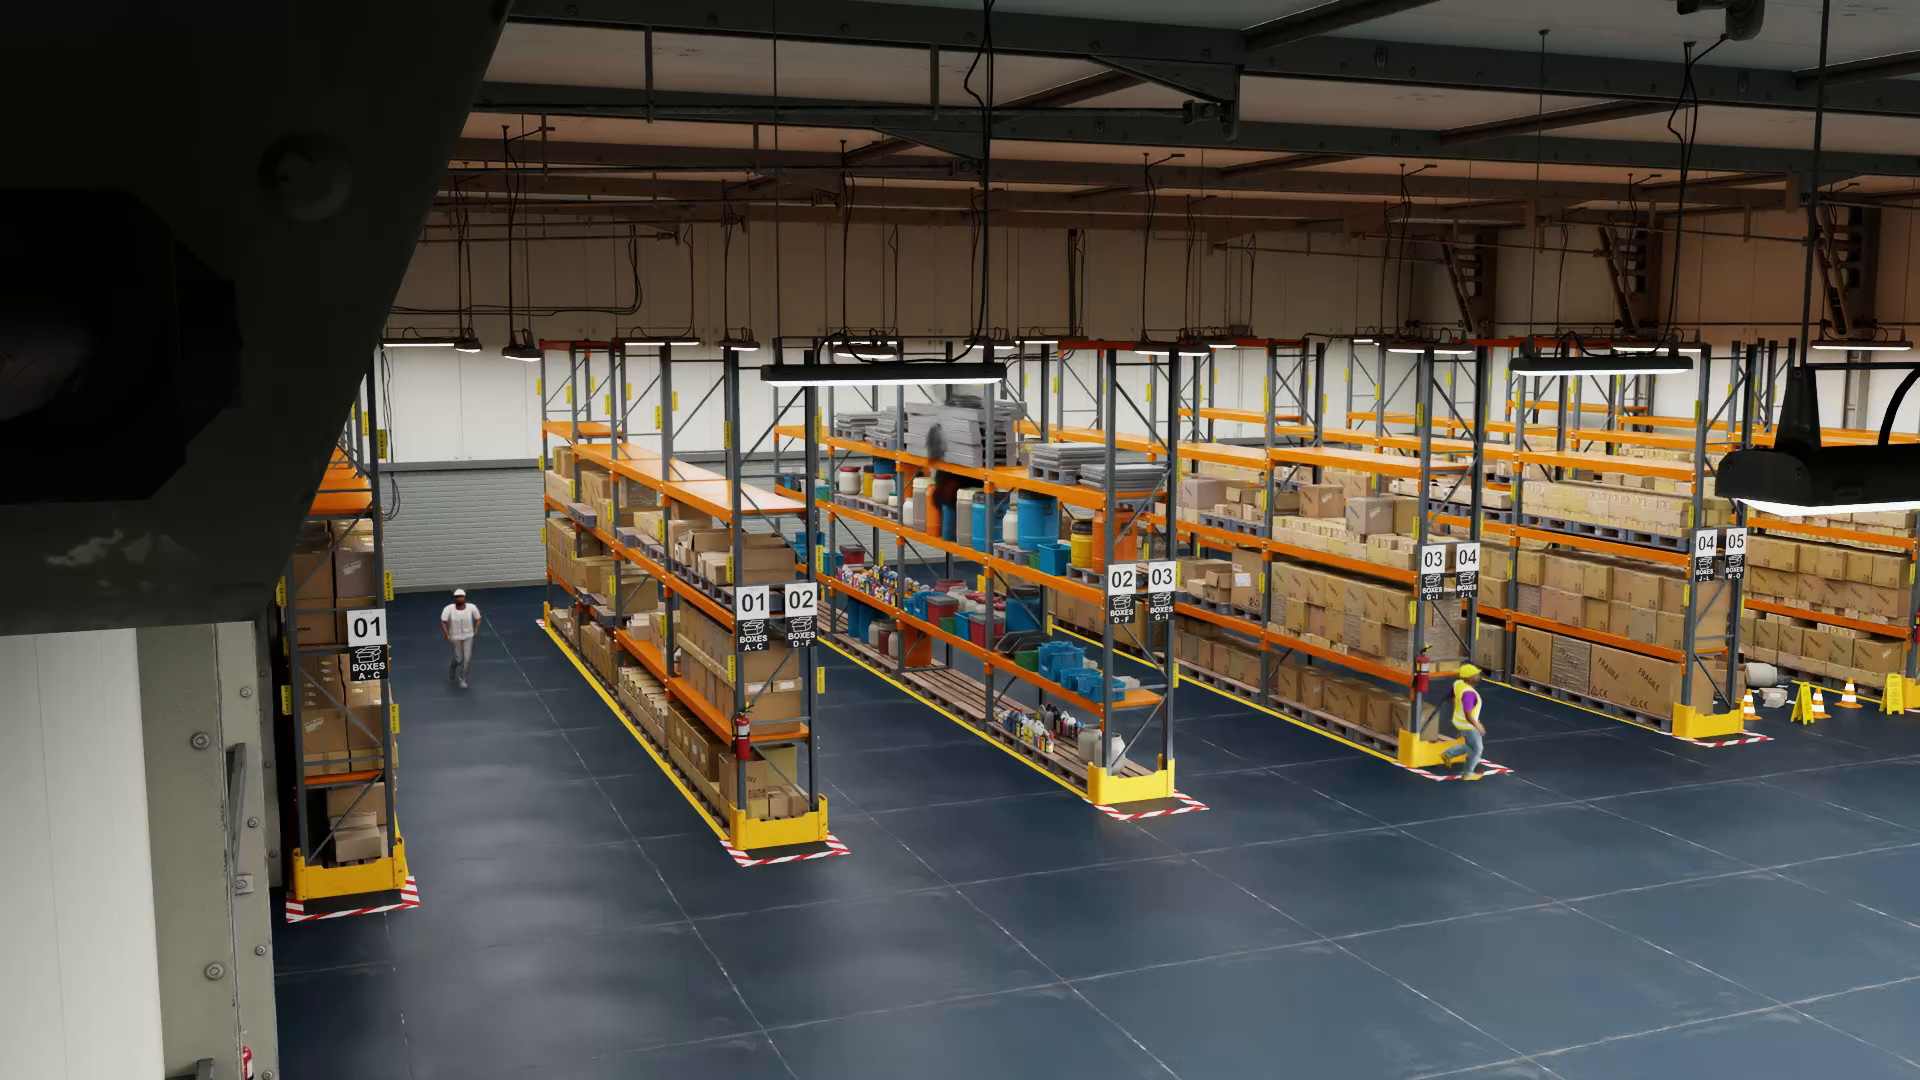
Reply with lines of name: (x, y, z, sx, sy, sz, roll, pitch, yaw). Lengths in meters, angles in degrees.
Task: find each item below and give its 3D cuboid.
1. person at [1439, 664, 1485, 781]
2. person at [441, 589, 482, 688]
person: (6.968, 2.529, 22.865, 0.595, 1.693, 0.739, 0, 7, 2)
person: (-8.706, 1.705, 29.090, 0.691, 1.734, 0.630, -3, 8, -23)
